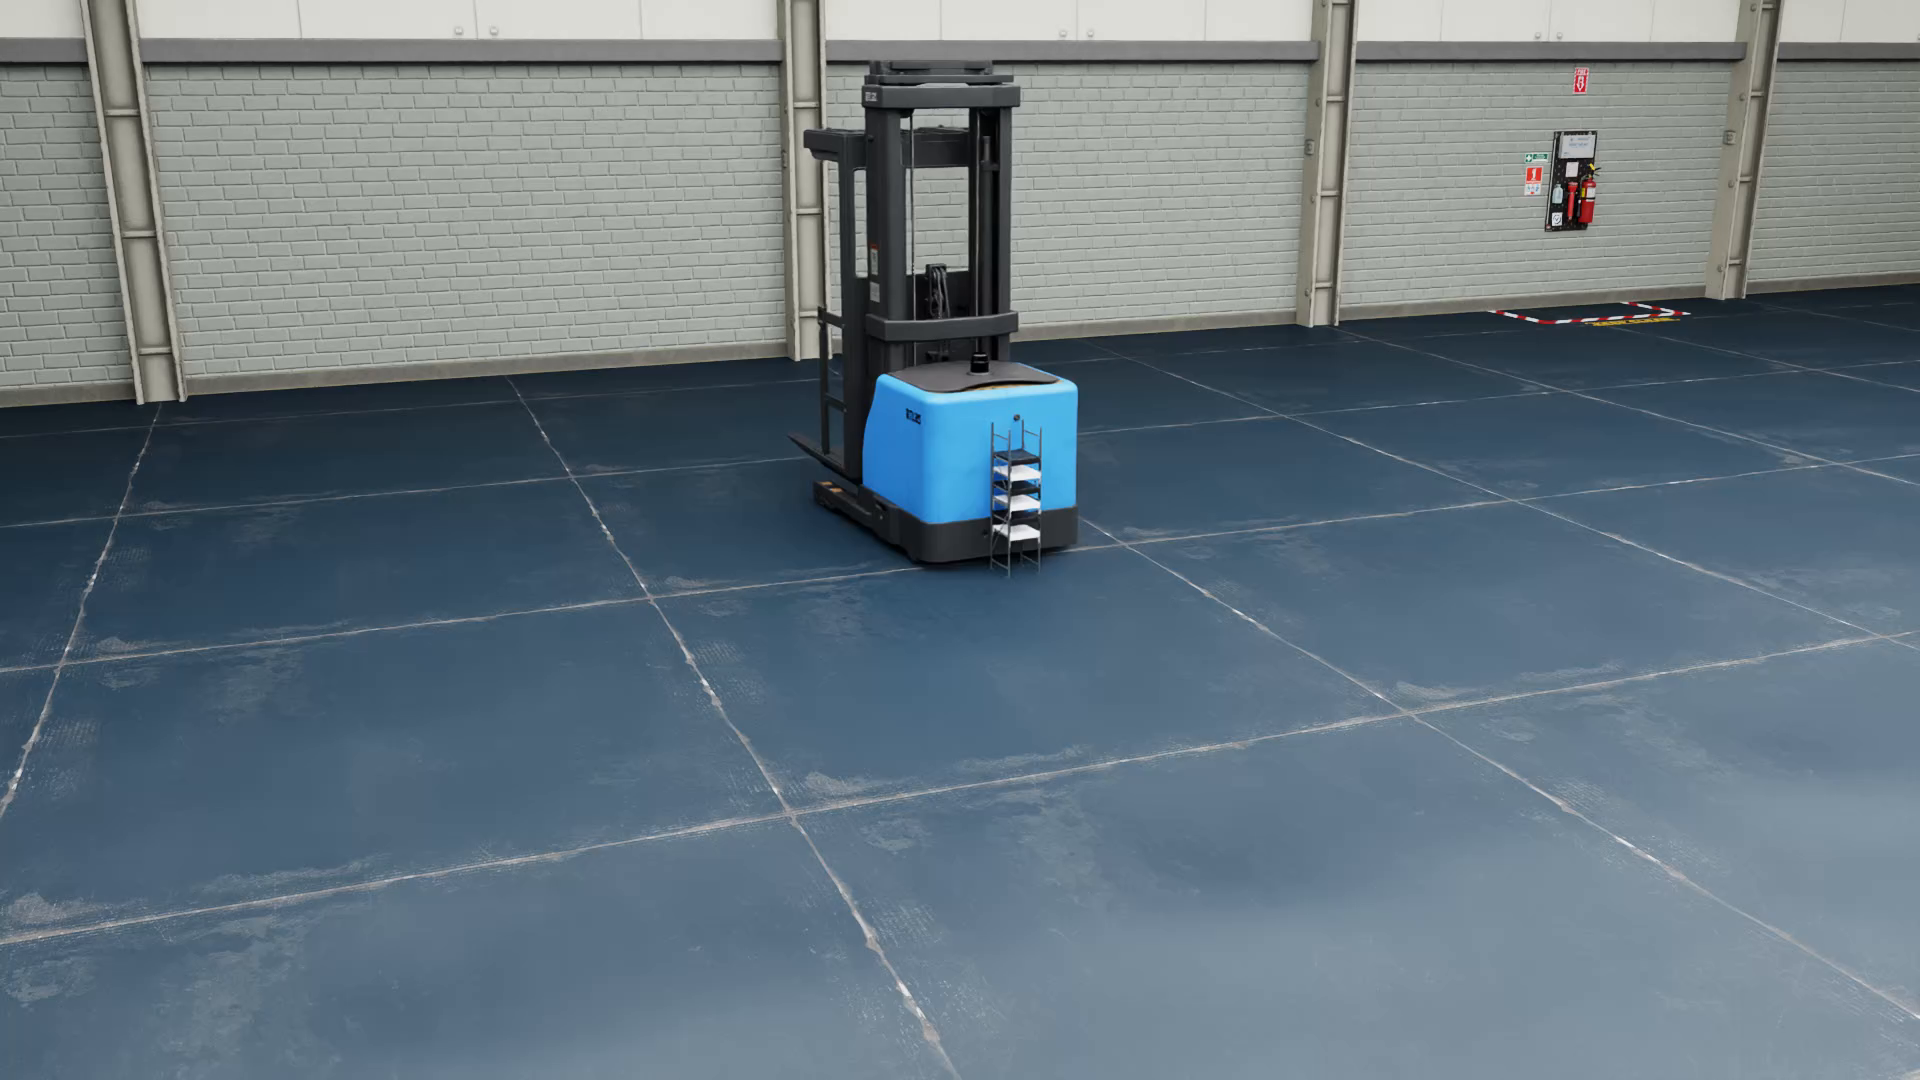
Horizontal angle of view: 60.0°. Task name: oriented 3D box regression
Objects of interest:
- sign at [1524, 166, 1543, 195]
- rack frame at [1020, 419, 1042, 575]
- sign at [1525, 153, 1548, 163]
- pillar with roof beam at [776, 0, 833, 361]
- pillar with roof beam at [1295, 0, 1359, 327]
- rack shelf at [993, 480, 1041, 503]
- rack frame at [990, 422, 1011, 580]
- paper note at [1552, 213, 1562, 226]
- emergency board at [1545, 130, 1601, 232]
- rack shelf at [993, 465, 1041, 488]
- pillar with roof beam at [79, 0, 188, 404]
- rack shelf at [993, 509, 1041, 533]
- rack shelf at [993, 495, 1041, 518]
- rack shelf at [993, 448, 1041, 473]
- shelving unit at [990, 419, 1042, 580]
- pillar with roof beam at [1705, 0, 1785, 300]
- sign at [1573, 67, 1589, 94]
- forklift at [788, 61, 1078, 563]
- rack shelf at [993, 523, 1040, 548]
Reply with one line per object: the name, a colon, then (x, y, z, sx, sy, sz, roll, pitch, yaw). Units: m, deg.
sign: (6.800, -4.260, 19.717, 0.234, 0.329, 0.001, -6, 17, -20)
rack frame: (0.420, -0.253, 9.864, 0.006, 0.900, 0.240, -8, 18, -25)
sign: (6.808, -4.512, 19.636, 0.331, 0.109, 0.001, -6, 17, -20)
pillar with roof beam: (0.010, -5.046, 11.811, 0.400, 9.000, 9.100, -6, 17, -20)
pillar with roof beam: (5.613, -5.651, 13.871, 0.400, 9.000, 9.100, -6, 17, -20)
rack shelf: (0.329, -0.295, 9.805, 0.200, 0.077, 0.258, -8, 18, -25)
rack frame: (0.237, -0.228, 9.778, 0.006, 0.900, 0.240, -8, 18, -25)
paper note: (7.164, -3.849, 19.945, 0.142, 0.148, 0.016, -6, 17, -20)
emergency board: (7.354, -4.271, 19.819, 0.643, 1.169, 0.194, -6, 17, -20)
rack shelf: (0.329, -0.381, 9.779, 0.200, 0.077, 0.258, -8, 18, -25)
pillar with roof beam: (-5.593, -4.441, 9.751, 0.400, 9.000, 9.100, -6, 17, -20)
rack shelf: (0.329, -0.122, 9.855, 0.200, 0.077, 0.258, -8, 18, -25)
rack shelf: (0.329, -0.209, 9.830, 0.200, 0.077, 0.258, -8, 18, -25)
rack shelf: (0.329, -0.468, 9.754, 0.200, 0.077, 0.258, -8, 18, -25)
shelving unit: (0.329, -0.241, 9.821, 0.210, 0.900, 0.258, -8, 18, -25)
pillar with roof beam: (11.215, -6.256, 15.931, 0.400, 9.000, 9.100, -6, 17, -20)
sign: (7.311, -5.409, 19.579, 0.199, 0.298, 0.001, -6, 17, -20)
forklift: (-0.353, -1.641, 10.986, 1.130, 2.935, 3.031, -7, 18, -24)
rack shelf: (0.329, -0.036, 9.881, 0.200, 0.077, 0.258, -8, 18, -25)
